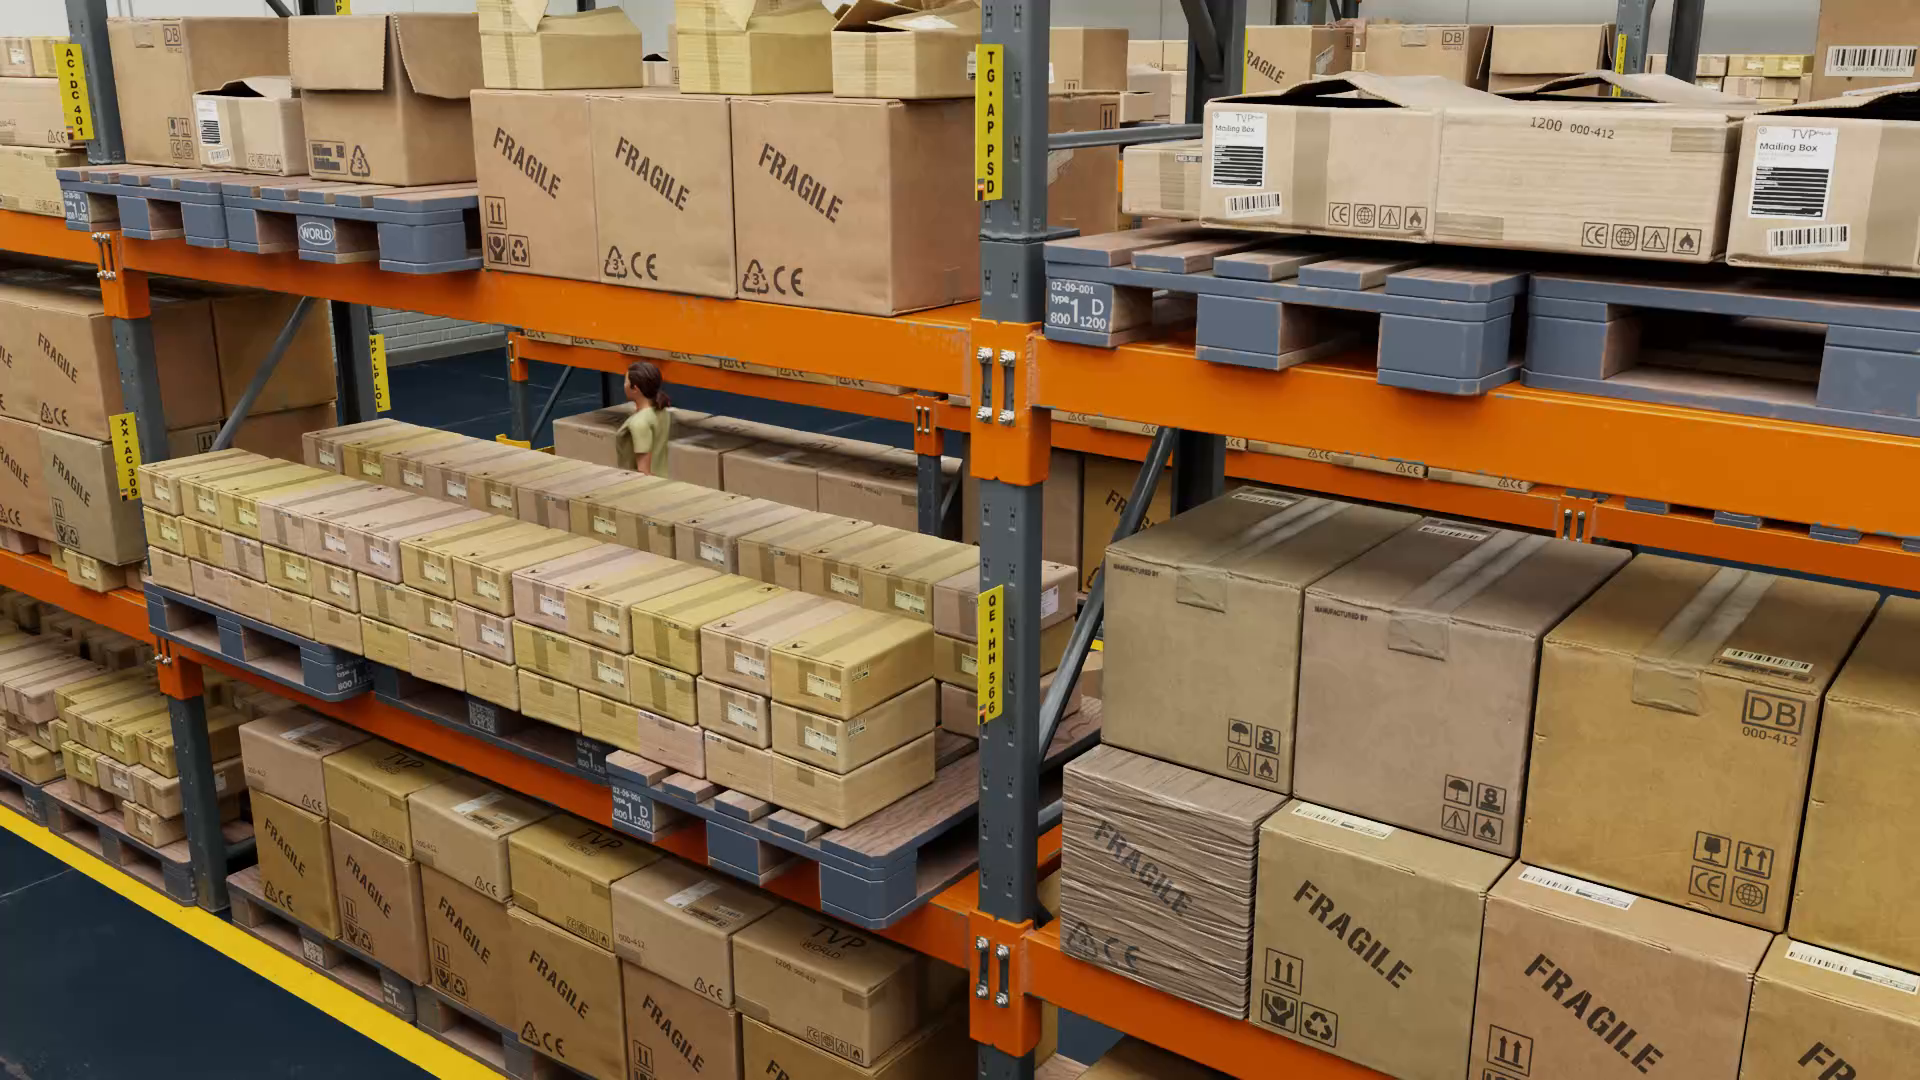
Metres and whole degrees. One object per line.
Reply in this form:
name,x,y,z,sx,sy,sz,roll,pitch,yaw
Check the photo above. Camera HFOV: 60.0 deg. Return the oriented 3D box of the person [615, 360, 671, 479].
person,-1.866,-0.203,9.732,0.511,1.720,0.479,5,17,15
